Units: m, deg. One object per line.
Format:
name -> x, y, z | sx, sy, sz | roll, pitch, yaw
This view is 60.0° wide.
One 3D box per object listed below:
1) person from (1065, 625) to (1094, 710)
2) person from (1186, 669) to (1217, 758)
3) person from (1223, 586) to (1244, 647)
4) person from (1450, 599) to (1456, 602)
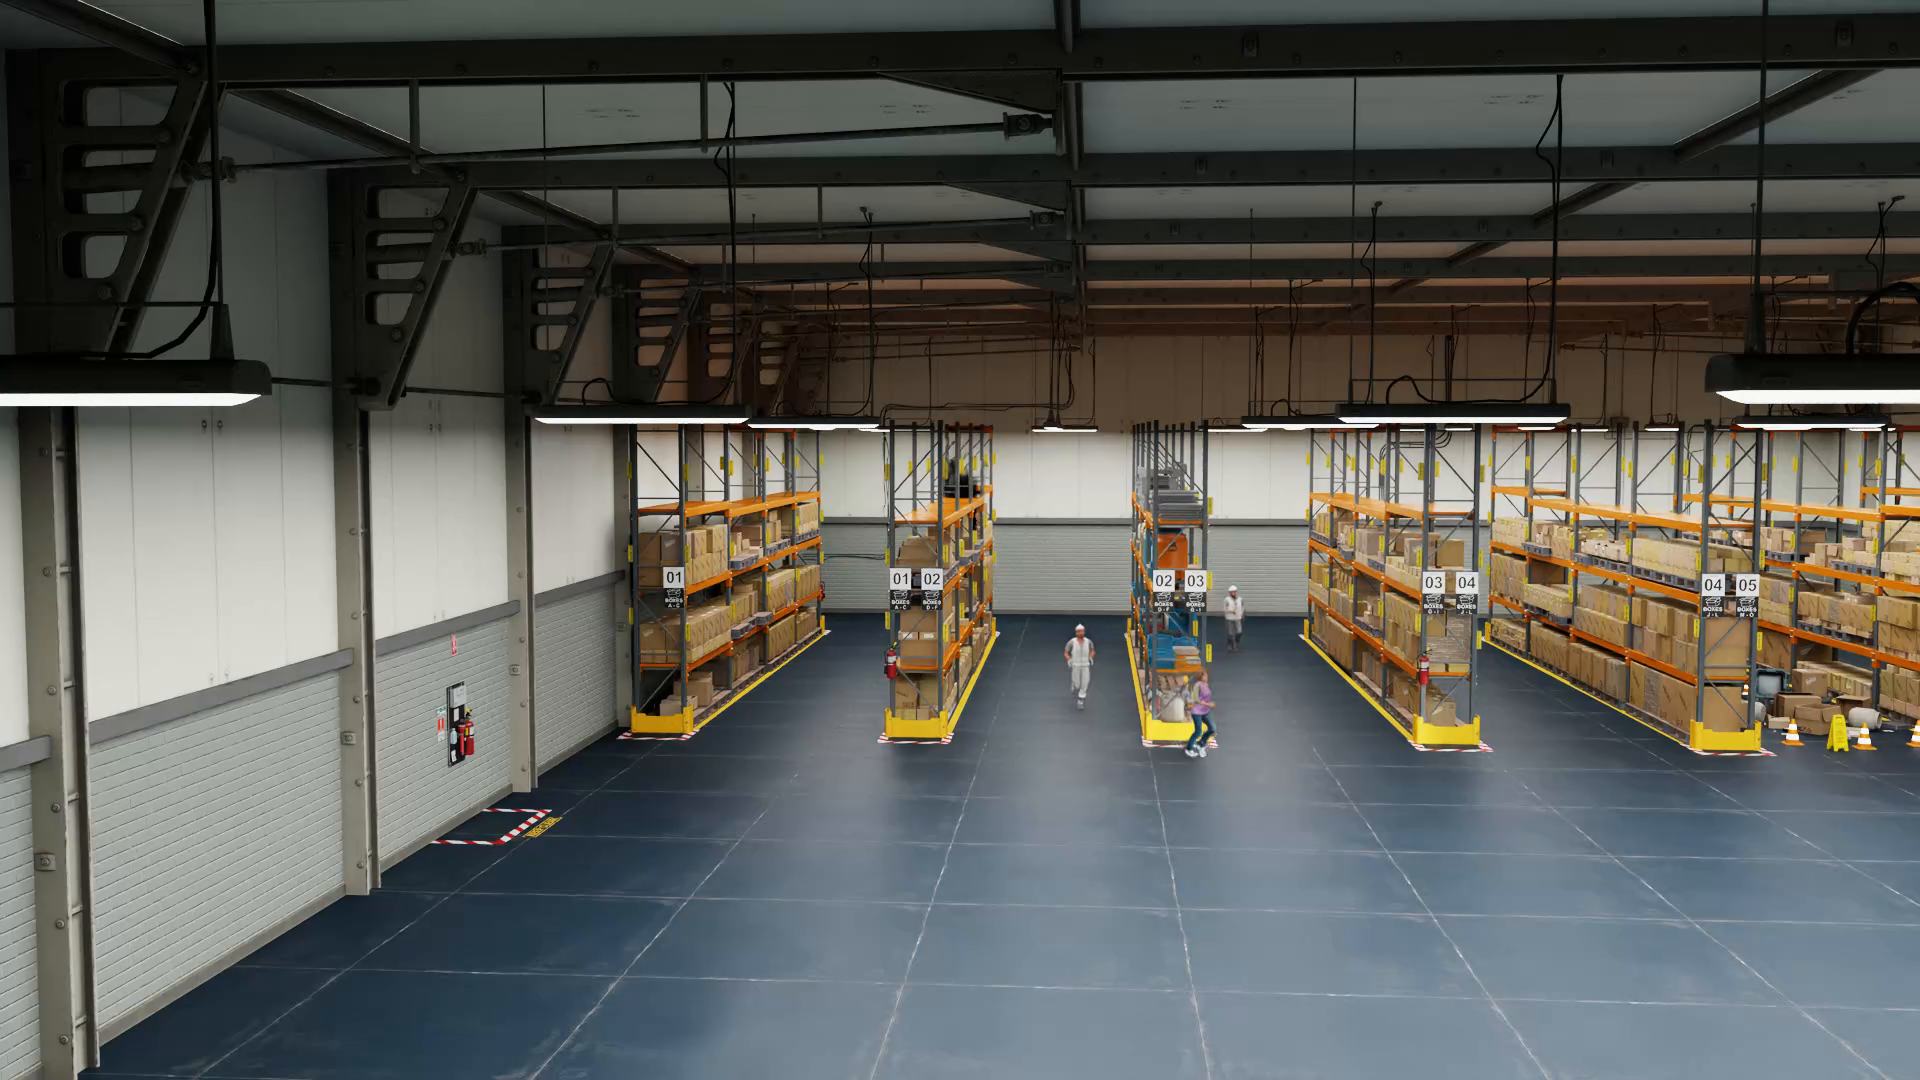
person -> 2.520, 2.649, 34.848 | 0.626, 1.749, 0.704 | 0, 4, -8
person -> 4.318, 3.070, 29.369 | 0.570, 1.589, 0.559 | 3, 5, 42
person -> 7.191, 2.028, 43.724 | 0.625, 1.662, 0.665 | 0, 4, -5
person -> 13.256, 1.848, 44.144 | 0.645, 0.933, 0.567 | 0, 4, 4
